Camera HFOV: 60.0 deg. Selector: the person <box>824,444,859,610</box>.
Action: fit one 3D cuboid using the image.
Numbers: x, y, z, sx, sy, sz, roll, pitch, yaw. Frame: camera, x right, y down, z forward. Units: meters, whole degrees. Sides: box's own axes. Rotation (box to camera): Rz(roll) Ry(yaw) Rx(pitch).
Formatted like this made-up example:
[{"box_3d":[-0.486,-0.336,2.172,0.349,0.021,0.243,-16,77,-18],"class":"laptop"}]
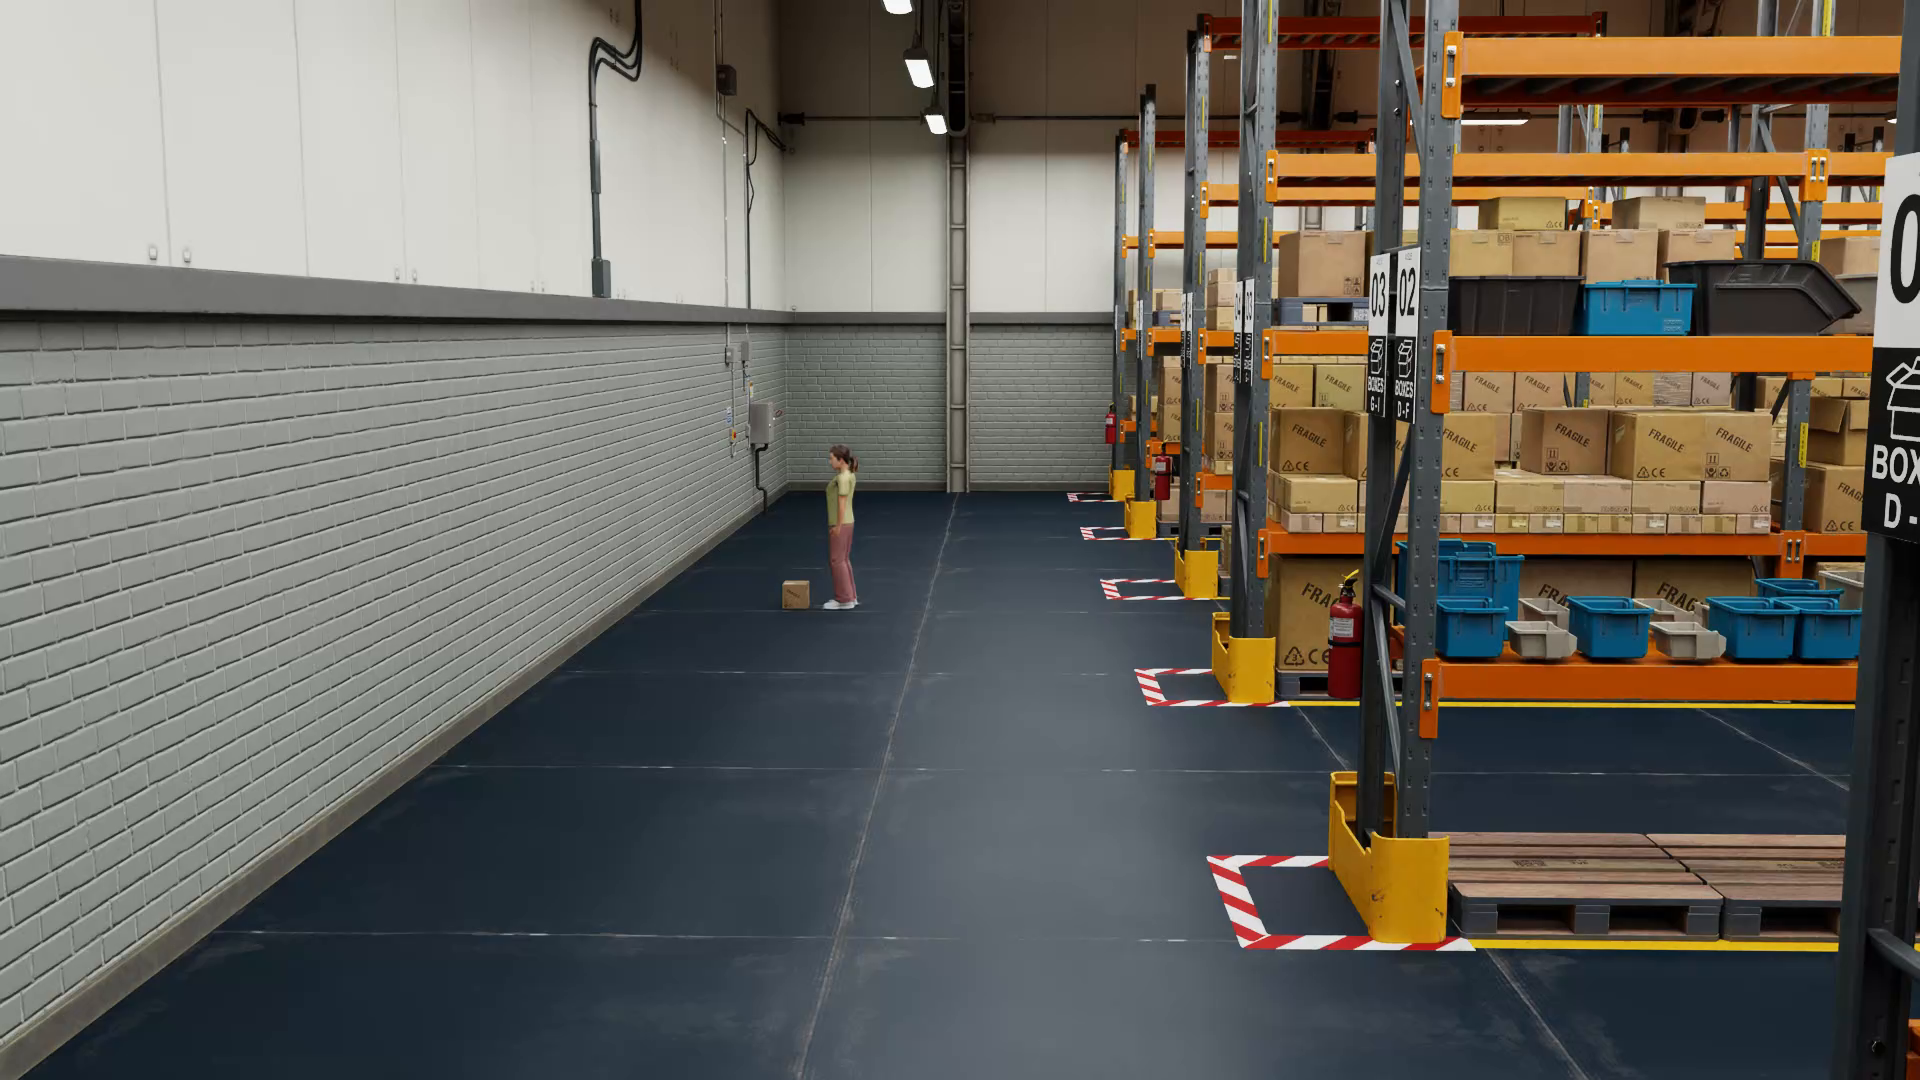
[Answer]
[{"box_3d":[-1.198,-0.137,16.882,0.365,1.674,0.443,0,7,2],"class":"person"}]
